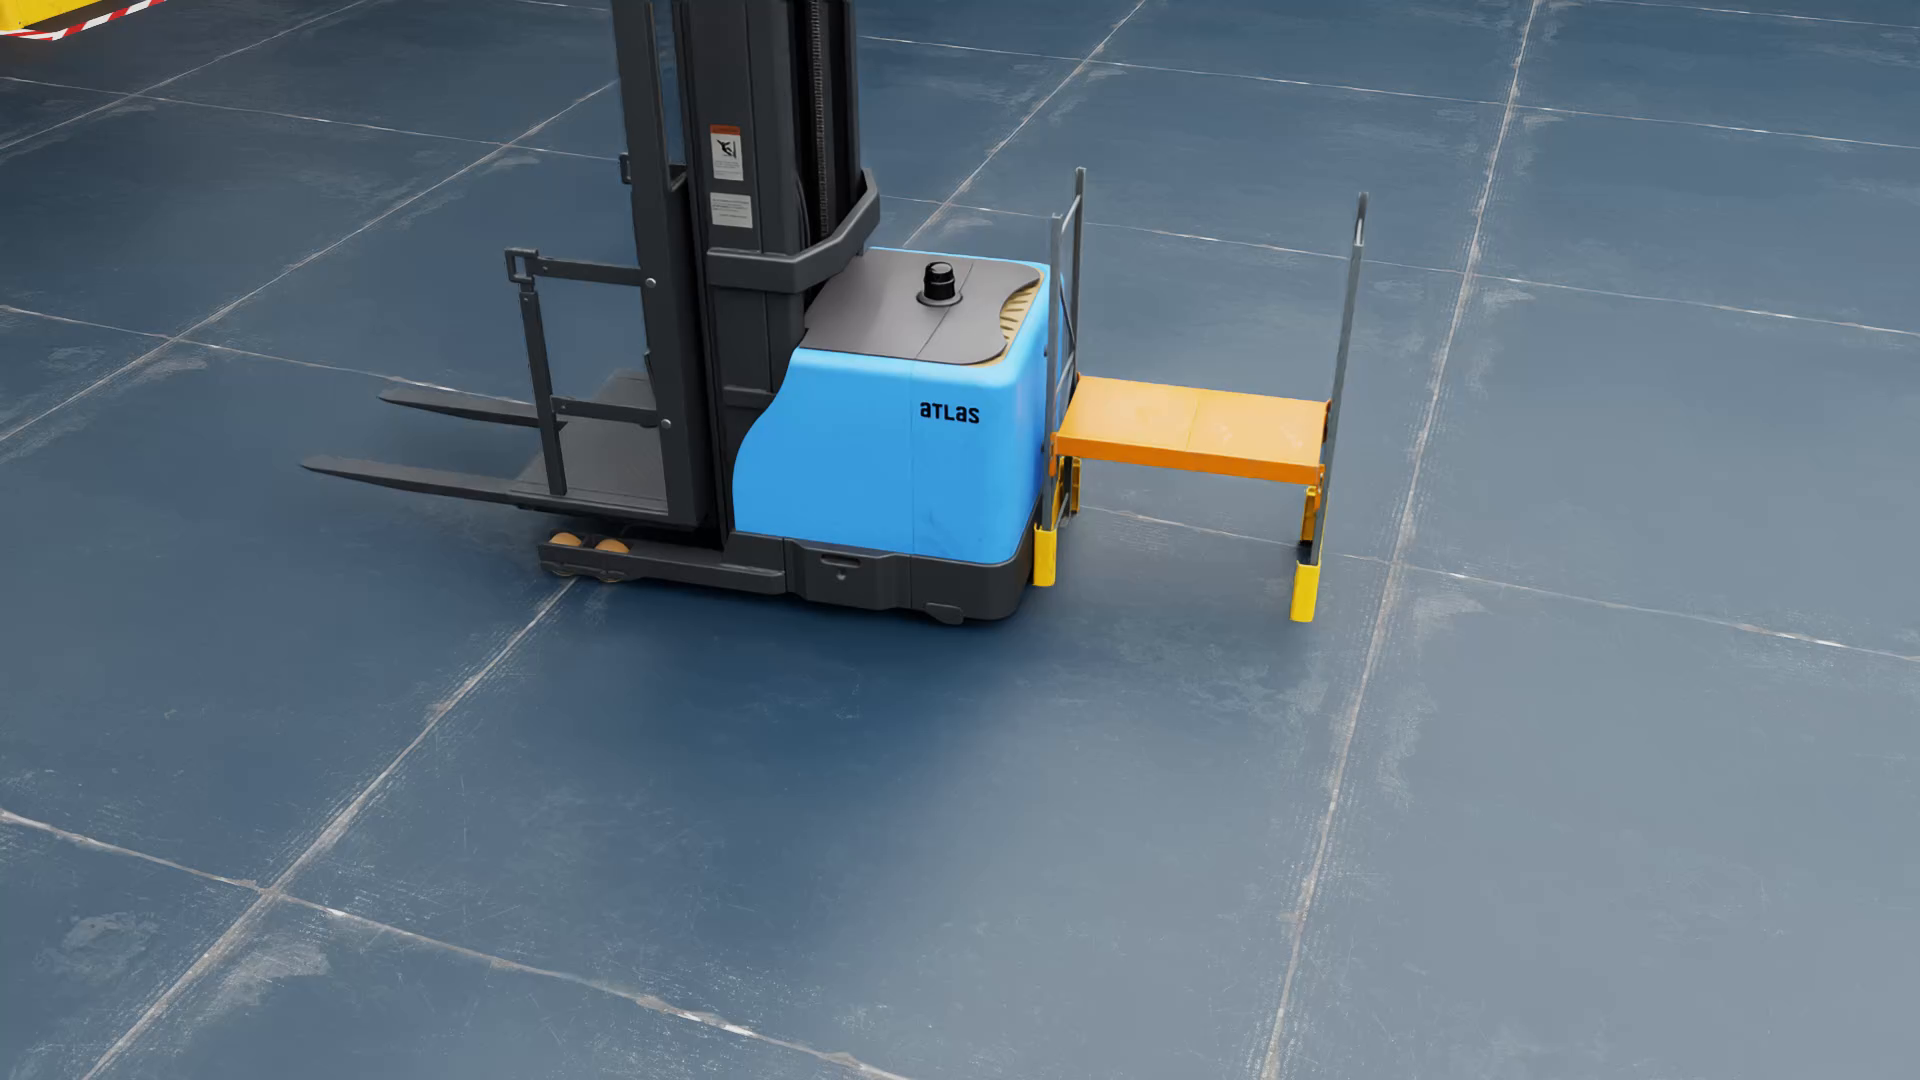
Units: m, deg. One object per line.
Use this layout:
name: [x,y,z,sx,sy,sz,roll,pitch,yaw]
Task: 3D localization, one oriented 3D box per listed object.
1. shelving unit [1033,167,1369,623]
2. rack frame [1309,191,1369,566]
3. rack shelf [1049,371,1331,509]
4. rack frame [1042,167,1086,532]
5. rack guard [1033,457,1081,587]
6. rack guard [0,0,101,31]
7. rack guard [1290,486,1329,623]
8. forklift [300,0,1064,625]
shelving unit: [0.872,-0.540,6.204,1.083,1.500,0.587,8,34,12]
rack frame: [1.375,-0.474,6.101,0.032,1.500,0.500,8,34,12]
rack shelf: [0.881,-0.388,6.300,1.000,0.185,0.538,8,34,12]
rack frame: [0.387,-0.605,6.304,0.032,1.500,0.500,8,34,12]
rack guard: [0.388,-0.080,6.643,0.087,0.250,0.587,8,34,12]
rack guard: [-7.280,-4.459,13.195,0.348,0.500,1.175,11,34,16]
rack guard: [1.356,0.049,6.444,0.087,0.250,0.587,8,34,12]
forklift: [-1.159,-1.333,6.113,3.031,2.935,1.130,8,34,12]
